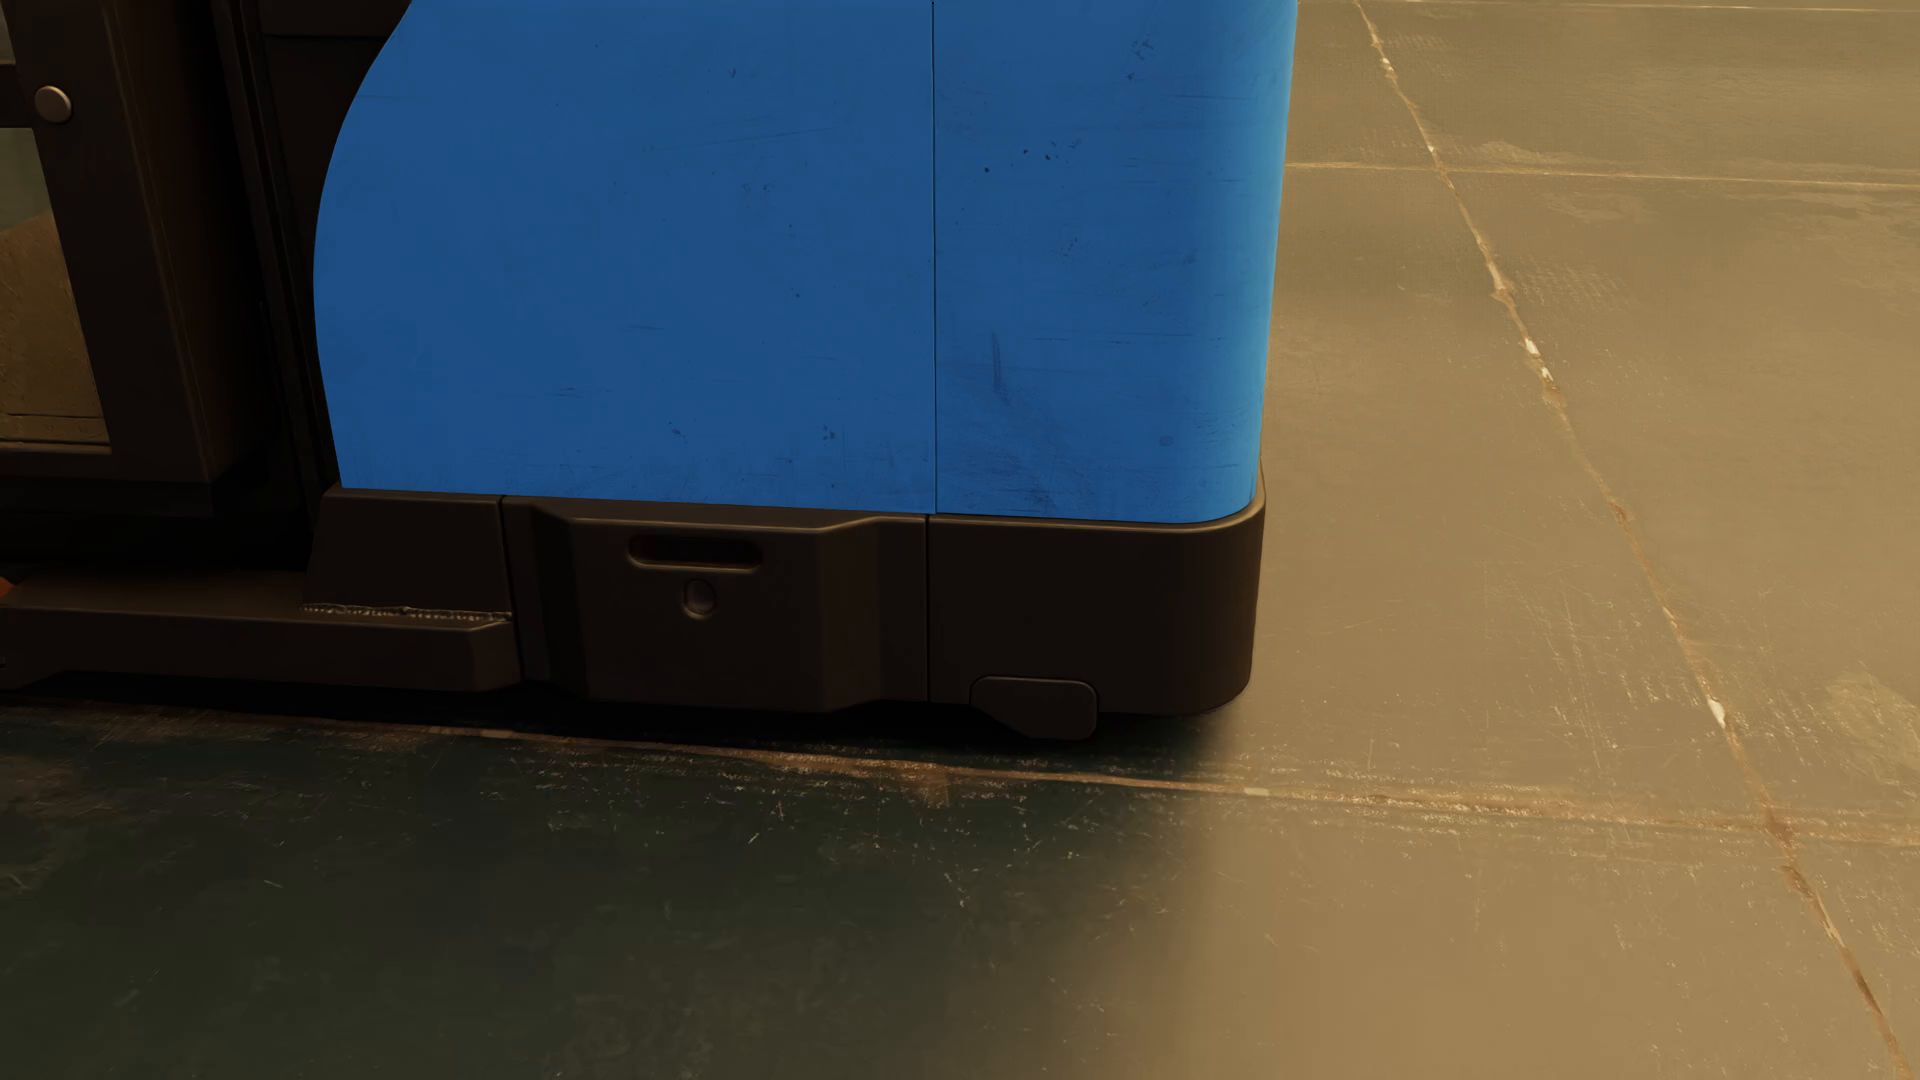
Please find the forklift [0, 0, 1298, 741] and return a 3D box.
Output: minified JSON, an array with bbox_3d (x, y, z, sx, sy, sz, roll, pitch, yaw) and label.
[{"bbox_3d":[-1.114,-1.340,1.903,3.031,2.935,1.130,3,27,5],"label":"forklift"}]
